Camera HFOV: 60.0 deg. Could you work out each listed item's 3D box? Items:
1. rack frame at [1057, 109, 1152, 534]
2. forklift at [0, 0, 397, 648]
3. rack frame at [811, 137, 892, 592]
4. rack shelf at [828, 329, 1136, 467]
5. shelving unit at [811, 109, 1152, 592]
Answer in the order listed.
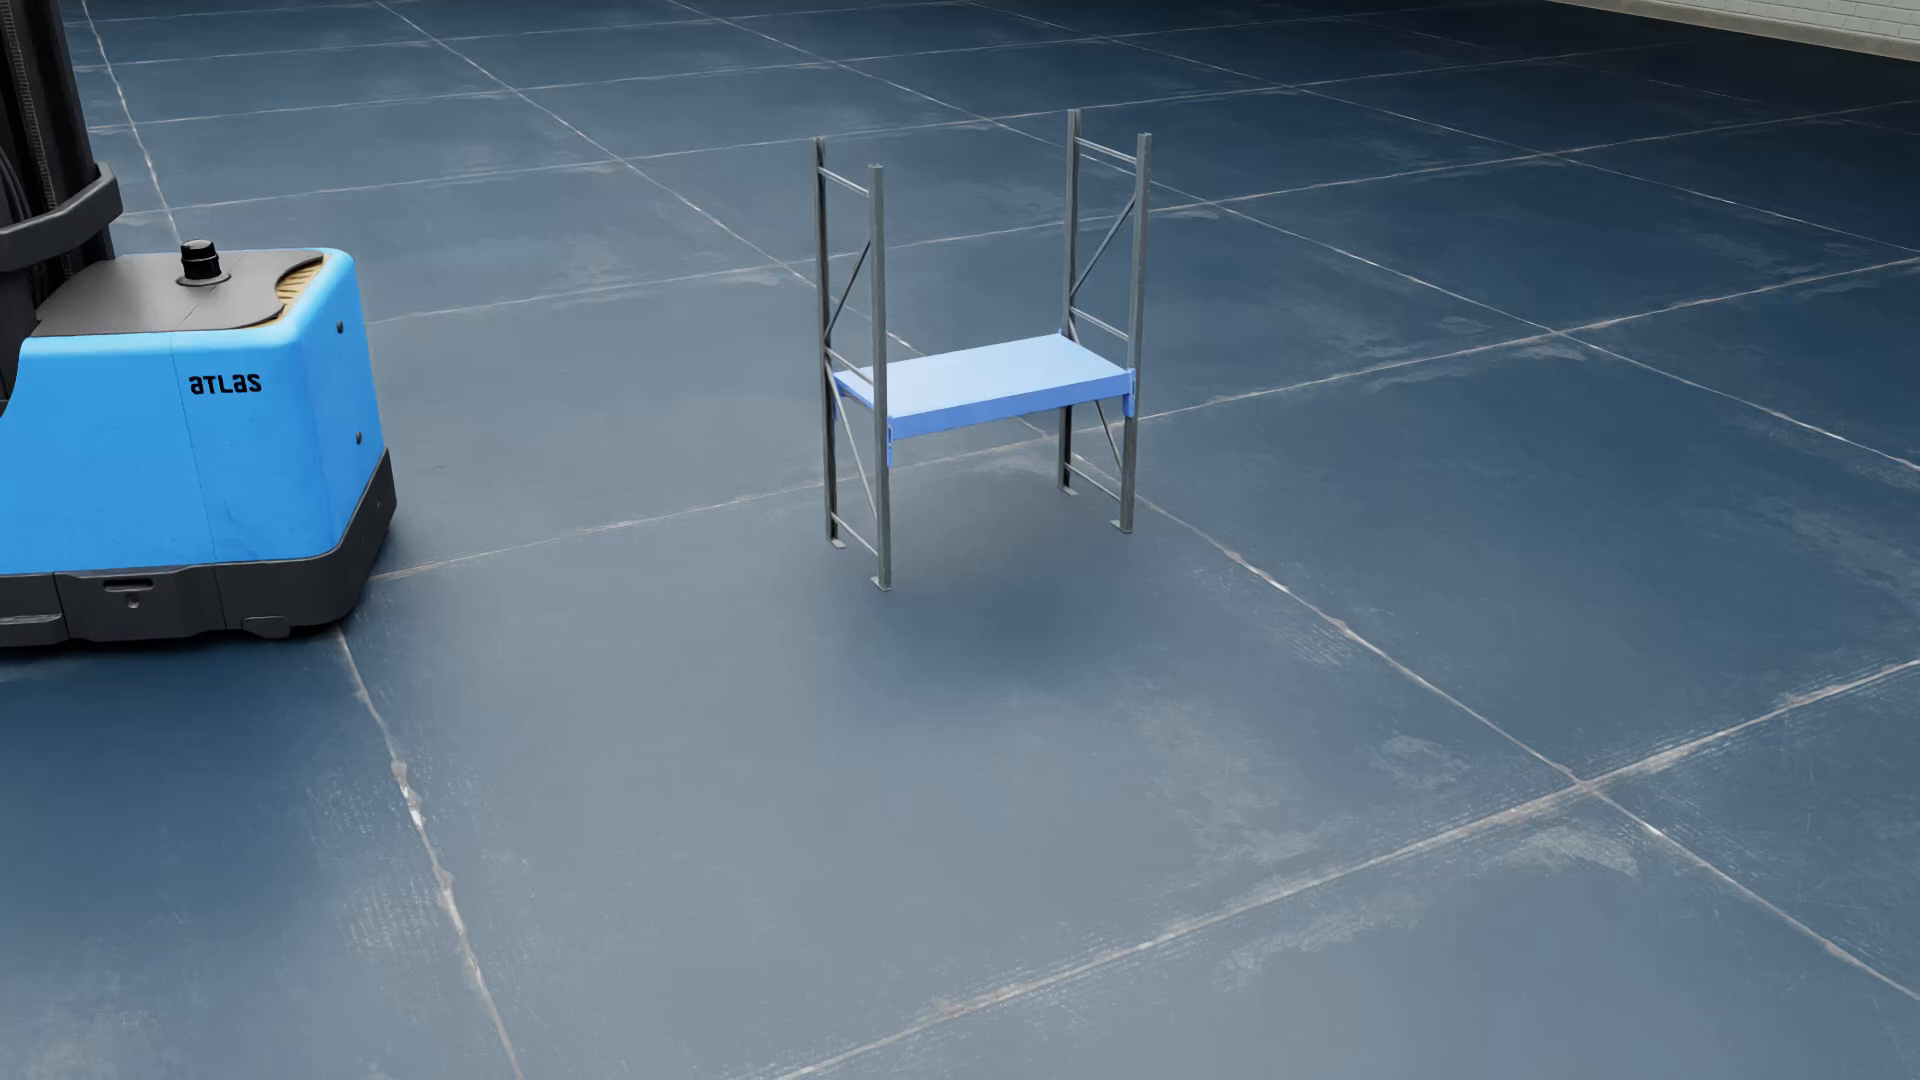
[{"bbox_3d":[0.524,-0.797,6.177,0.032,1.500,0.500,-13,29,-25],"label":"rack frame"},{"bbox_3d":[-3.602,-1.124,5.204,3.031,2.935,1.130,-3,26,-7],"label":"forklift"},{"bbox_3d":[-0.373,-0.590,5.746,0.032,1.500,0.500,-13,29,-25],"label":"rack frame"},{"bbox_3d":[0.075,-0.531,6.039,1.000,0.185,0.538,-13,29,-25],"label":"rack shelf"},{"bbox_3d":[0.075,-0.693,5.962,1.048,1.500,0.538,-13,29,-25],"label":"shelving unit"}]
